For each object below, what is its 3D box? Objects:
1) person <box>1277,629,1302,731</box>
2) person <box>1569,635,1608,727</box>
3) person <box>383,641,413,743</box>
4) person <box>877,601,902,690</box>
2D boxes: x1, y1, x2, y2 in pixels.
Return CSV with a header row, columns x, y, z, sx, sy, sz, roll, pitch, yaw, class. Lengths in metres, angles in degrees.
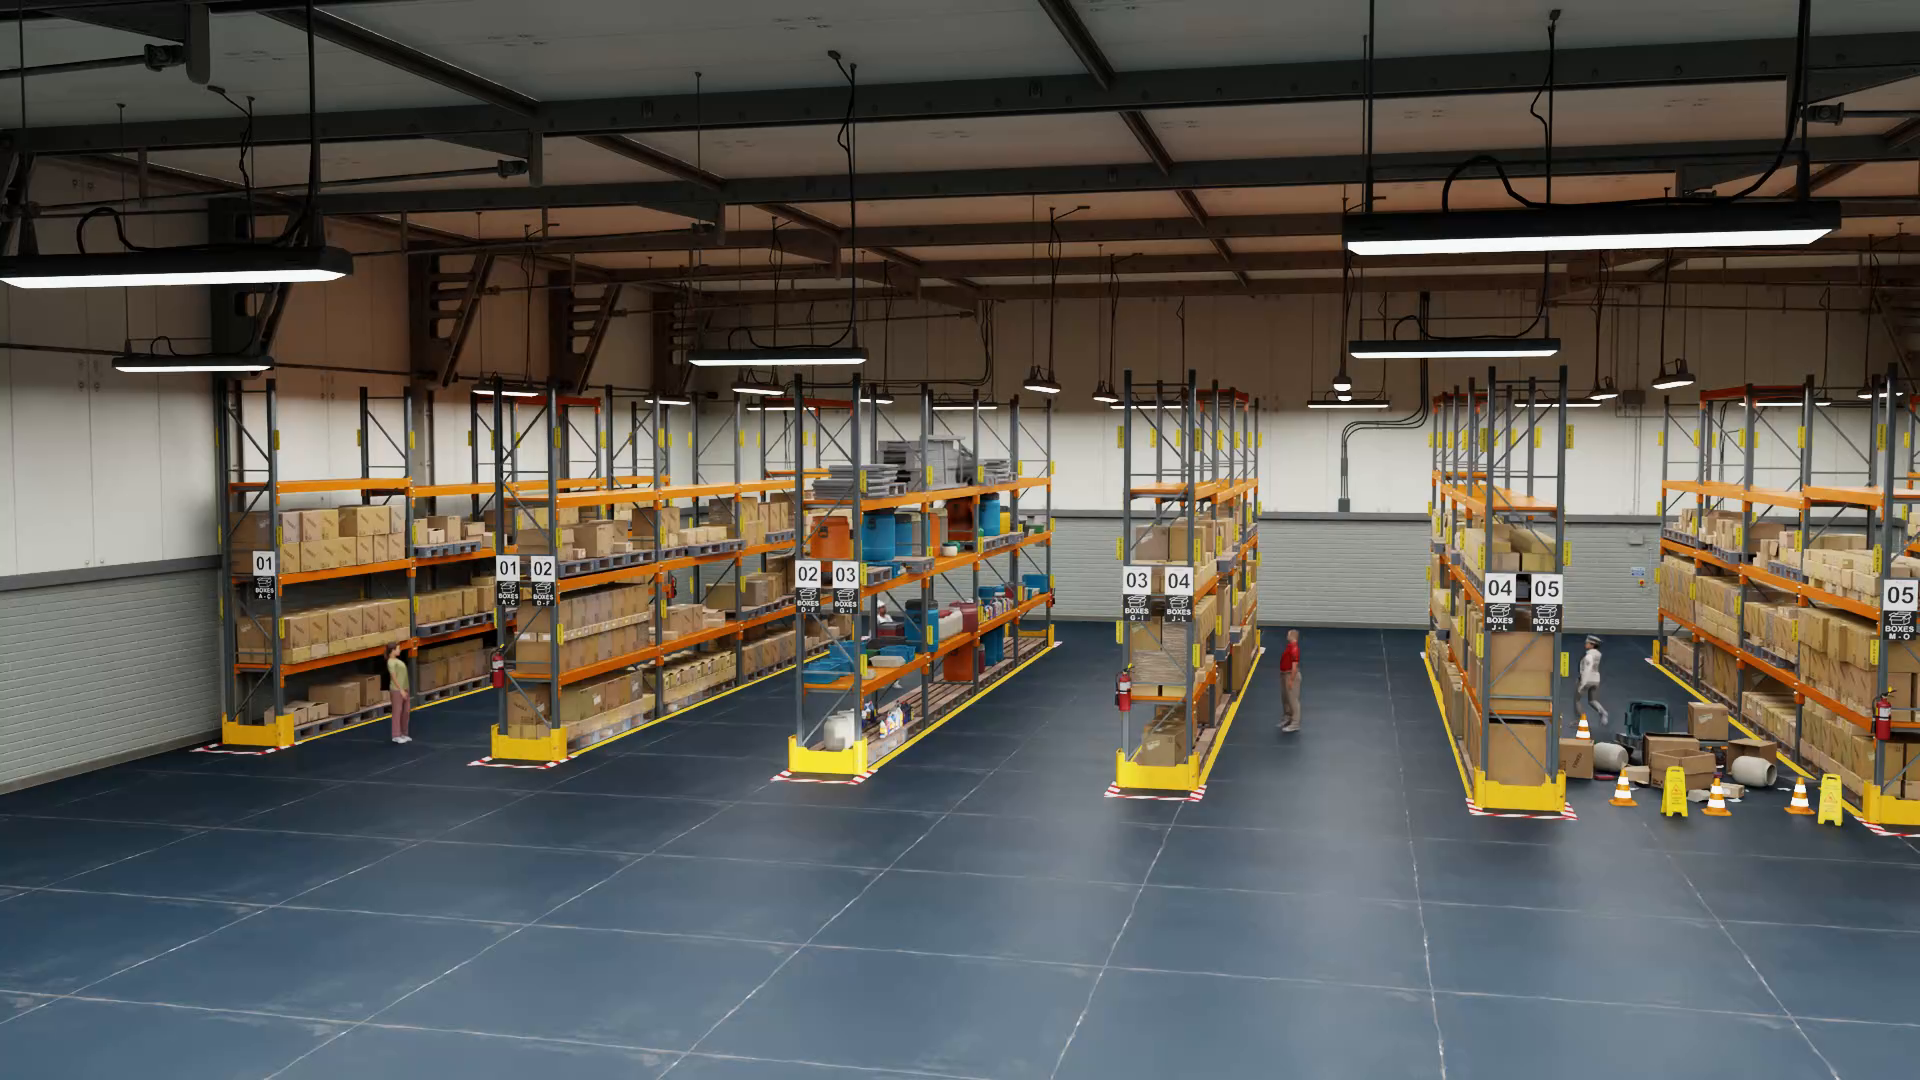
x,y,z,sx,sy,sz,roll,pitch,yaw,class
5.706,2.408,28.743,0.397,1.732,0.580,-1,3,-9,person
10.905,2.461,28.857,0.514,1.638,0.770,-1,4,-23,person
-9.291,2.533,27.582,0.473,1.716,0.537,1,4,12,person
-1.479,2.110,33.435,0.644,1.773,0.508,-3,5,-42,person
